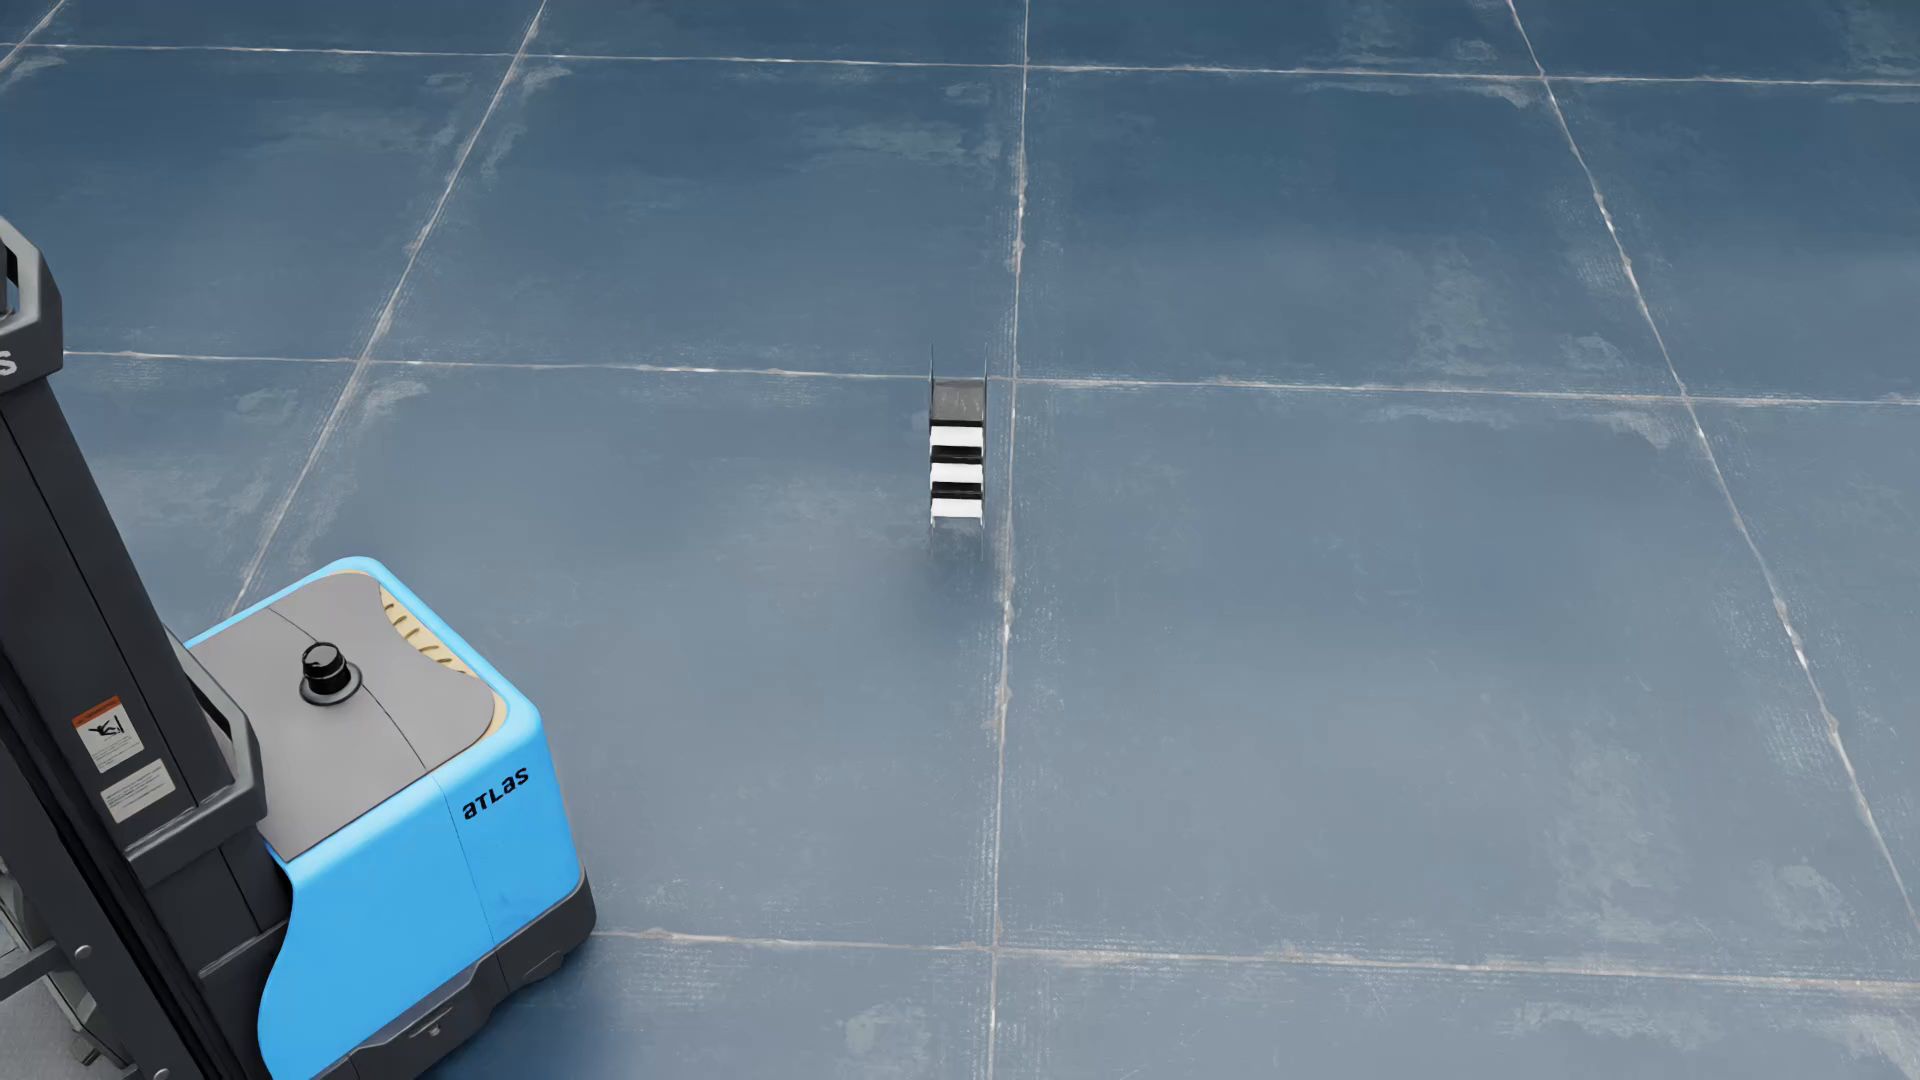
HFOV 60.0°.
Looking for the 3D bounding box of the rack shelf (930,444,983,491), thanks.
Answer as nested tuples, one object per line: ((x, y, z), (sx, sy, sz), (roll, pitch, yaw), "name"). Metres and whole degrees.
((-0.008, -0.305, 6.466), (0.200, 0.077, 0.258), (2, 43, 2), "rack shelf")

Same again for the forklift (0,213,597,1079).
((-2.563, 0.680, 3.870), (1.130, 2.935, 3.031), (34, 53, 31), "forklift")

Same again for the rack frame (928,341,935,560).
((-0.110, -0.333, 6.447), (0.006, 0.900, 0.240), (2, 43, 2), "rack frame")

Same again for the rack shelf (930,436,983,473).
((-0.008, -0.371, 6.405), (0.200, 0.077, 0.258), (2, 43, 2), "rack shelf")

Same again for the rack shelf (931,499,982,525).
((-0.008, -0.173, 6.589), (0.200, 0.077, 0.258), (2, 43, 2), "rack shelf")

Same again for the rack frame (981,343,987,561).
((0.093, -0.326, 6.440), (0.006, 0.900, 0.240), (2, 43, 2), "rack frame")

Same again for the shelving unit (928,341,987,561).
((-0.008, -0.330, 6.444), (0.210, 0.900, 0.258), (2, 43, 2), "shelving unit")

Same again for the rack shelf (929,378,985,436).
((-0.008, -0.503, 6.282), (0.200, 0.077, 0.258), (2, 43, 2), "rack shelf")

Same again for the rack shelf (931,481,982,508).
((-0.008, -0.239, 6.528), (0.200, 0.077, 0.258), (2, 43, 2), "rack shelf")

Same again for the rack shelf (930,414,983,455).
((-0.008, -0.437, 6.344), (0.200, 0.077, 0.258), (2, 43, 2), "rack shelf")
